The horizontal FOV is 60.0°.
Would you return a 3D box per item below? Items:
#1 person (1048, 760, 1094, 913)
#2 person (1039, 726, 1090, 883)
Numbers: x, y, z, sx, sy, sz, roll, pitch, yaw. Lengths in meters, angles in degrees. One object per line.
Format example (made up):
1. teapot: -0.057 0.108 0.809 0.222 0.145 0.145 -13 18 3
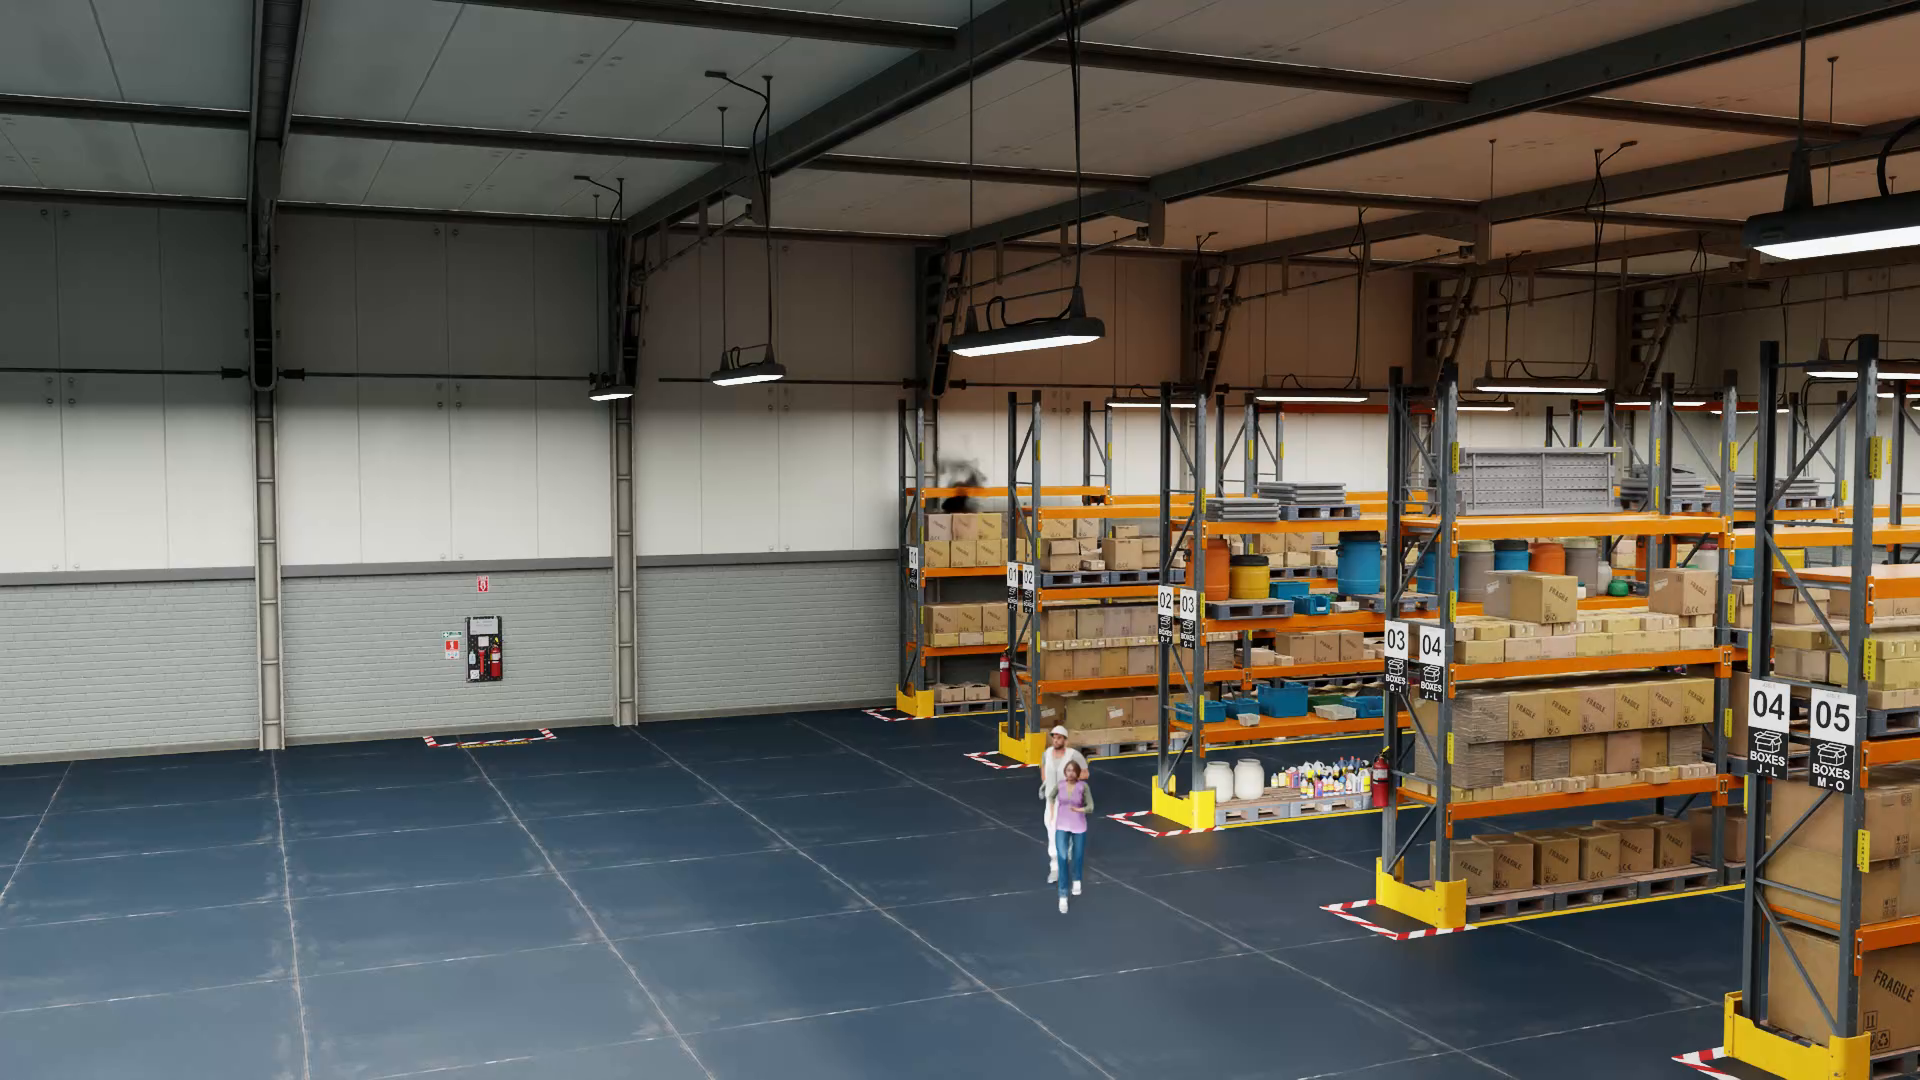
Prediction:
1. person: 1.237 3.260 18.577 0.518 1.627 0.785 0 3 5
2. person: 1.223 3.105 19.850 0.619 1.796 0.923 1 3 16
